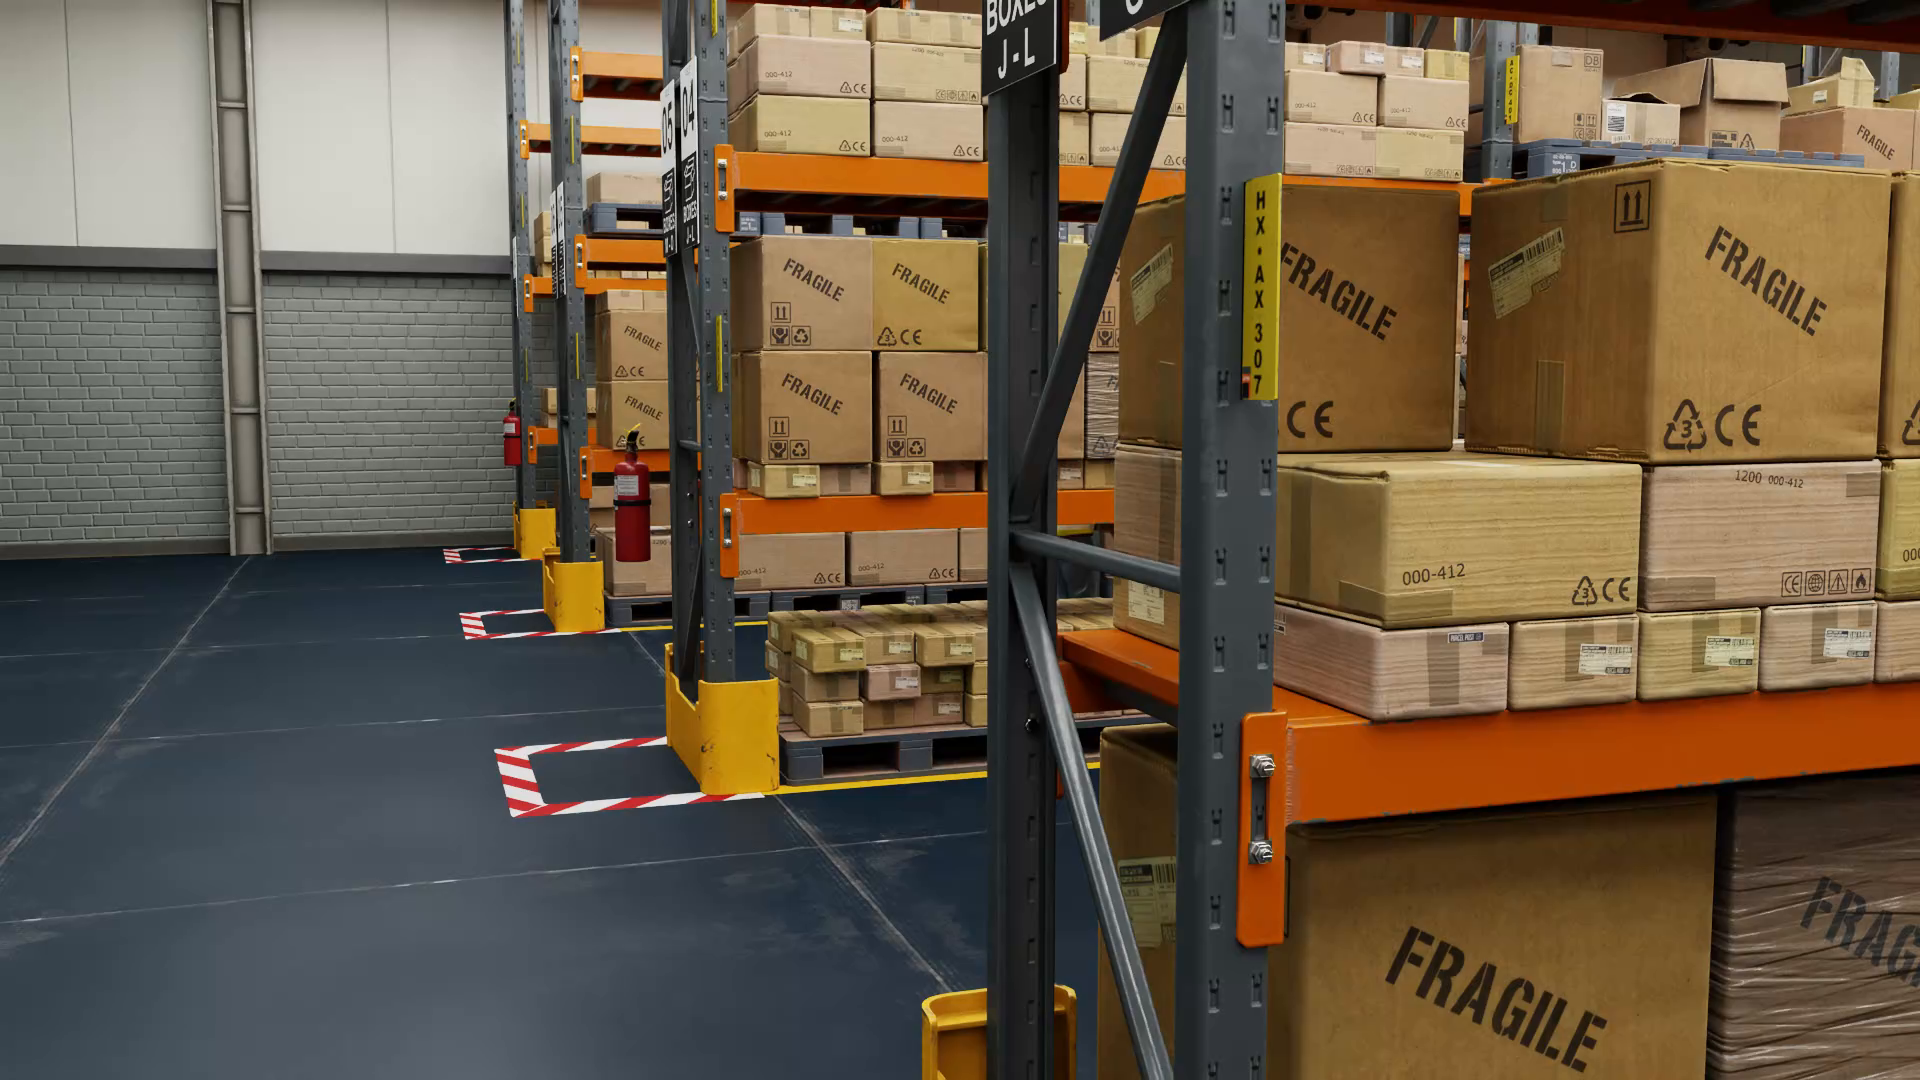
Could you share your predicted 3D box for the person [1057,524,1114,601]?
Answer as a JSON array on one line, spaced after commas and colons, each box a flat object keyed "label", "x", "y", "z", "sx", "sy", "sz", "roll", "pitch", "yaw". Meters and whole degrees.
[{"label": "person", "x": 0.737, "y": -0.025, "z": 10.000, "sx": 0.577, "sy": 1.761, "sz": 0.502, "roll": -1, "pitch": 6, "yaw": -9}]
